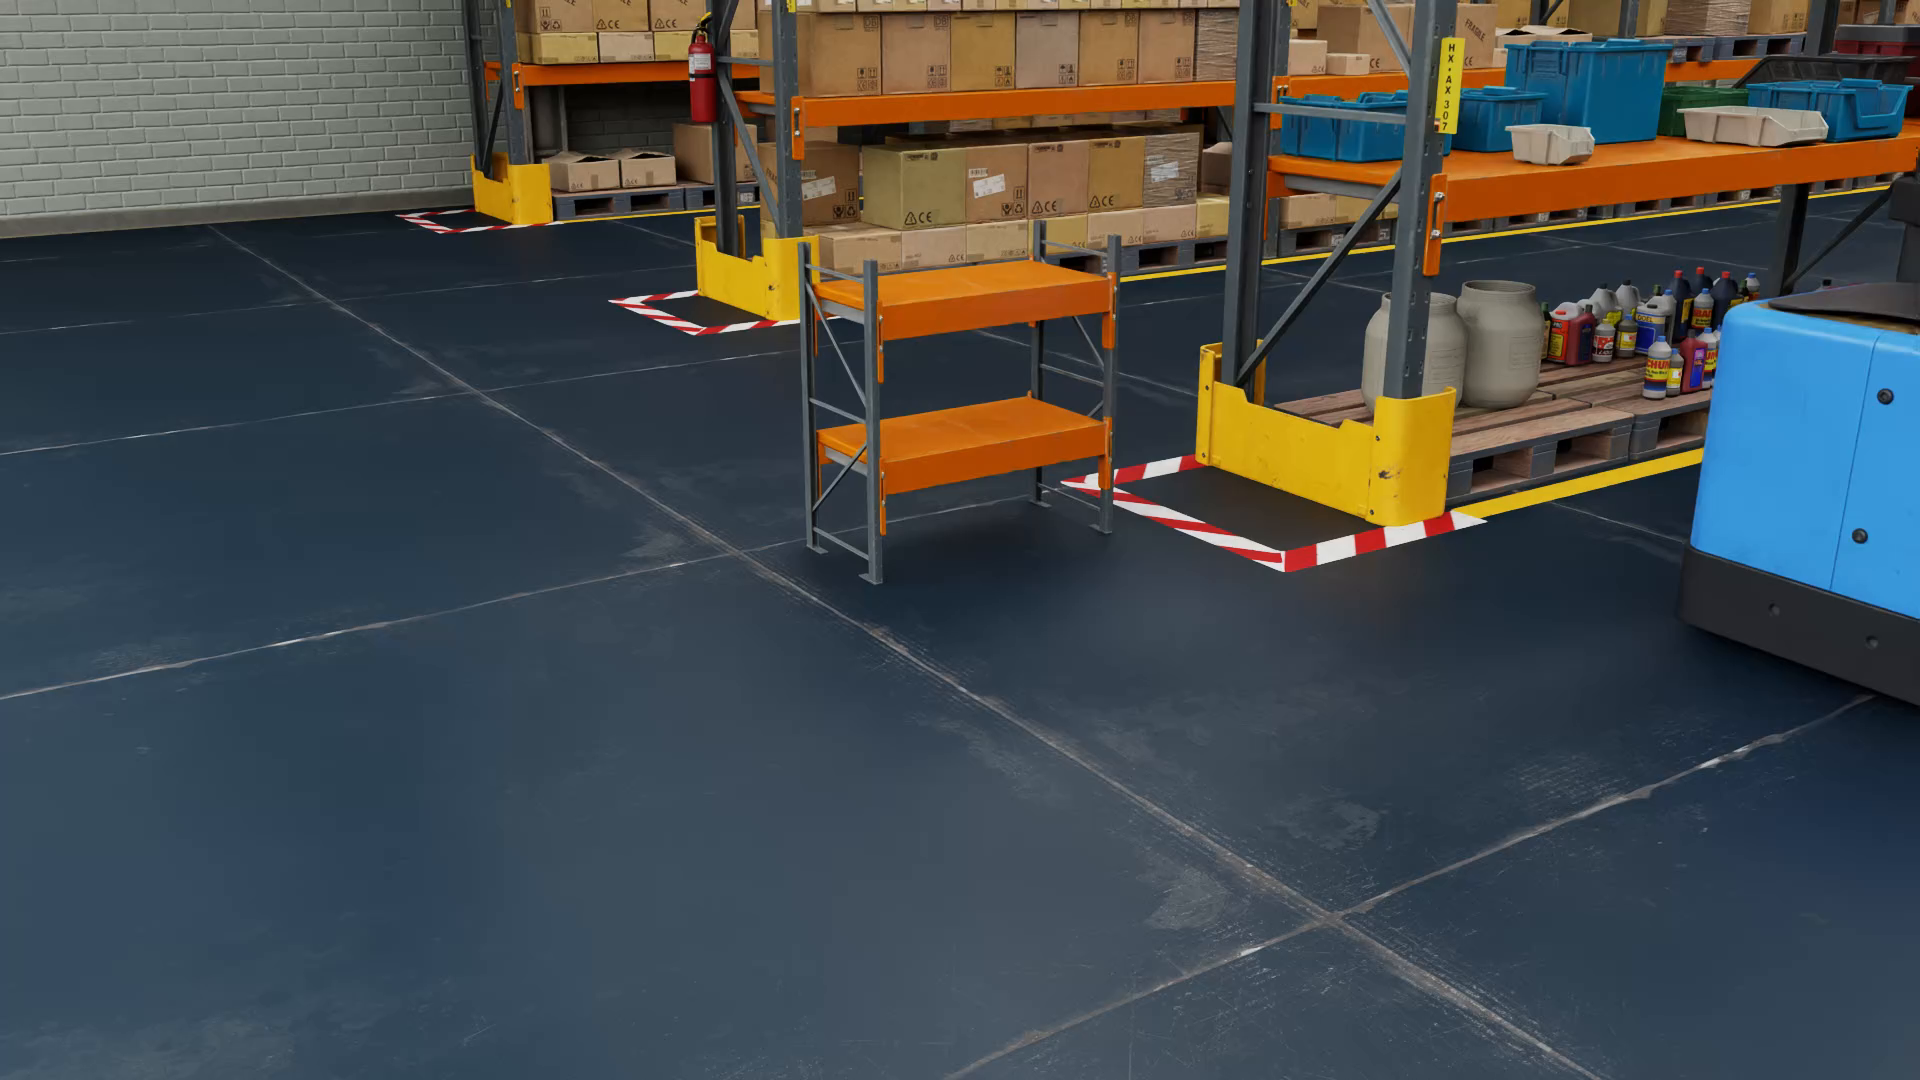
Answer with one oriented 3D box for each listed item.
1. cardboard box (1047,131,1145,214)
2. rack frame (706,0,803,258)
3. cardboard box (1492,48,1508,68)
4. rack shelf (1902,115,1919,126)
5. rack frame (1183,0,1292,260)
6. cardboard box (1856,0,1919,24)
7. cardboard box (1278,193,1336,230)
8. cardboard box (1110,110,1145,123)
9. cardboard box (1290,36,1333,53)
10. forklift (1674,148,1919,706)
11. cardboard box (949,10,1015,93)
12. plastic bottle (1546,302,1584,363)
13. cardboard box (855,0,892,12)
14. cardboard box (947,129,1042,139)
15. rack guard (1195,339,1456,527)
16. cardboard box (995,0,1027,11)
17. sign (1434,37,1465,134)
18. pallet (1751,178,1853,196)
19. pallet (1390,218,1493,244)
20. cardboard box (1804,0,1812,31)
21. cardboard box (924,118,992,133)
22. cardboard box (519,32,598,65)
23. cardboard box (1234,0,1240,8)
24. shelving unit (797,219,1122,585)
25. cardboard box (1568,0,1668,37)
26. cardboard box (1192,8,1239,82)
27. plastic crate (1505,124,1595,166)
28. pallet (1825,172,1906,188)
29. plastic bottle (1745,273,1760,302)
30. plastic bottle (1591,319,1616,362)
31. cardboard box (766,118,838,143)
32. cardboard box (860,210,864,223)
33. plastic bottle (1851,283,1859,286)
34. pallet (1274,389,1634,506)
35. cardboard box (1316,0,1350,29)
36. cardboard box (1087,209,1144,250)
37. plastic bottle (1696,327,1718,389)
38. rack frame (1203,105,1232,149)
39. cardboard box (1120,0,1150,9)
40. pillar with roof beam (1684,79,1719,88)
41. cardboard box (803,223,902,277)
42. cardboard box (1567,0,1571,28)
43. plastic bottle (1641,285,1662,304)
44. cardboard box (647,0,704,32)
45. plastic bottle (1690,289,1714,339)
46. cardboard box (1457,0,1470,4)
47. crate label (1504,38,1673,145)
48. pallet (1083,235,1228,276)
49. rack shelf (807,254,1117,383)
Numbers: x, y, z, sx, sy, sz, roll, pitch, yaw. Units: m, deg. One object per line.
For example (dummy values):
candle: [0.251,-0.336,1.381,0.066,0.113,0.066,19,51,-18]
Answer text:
cardboard box: [0.945,-2.592,11.694,0.500,0.500,0.500,-12,22,-31]
rack frame: [-1.289,-2.950,10.286,0.127,3.000,1.000,-12,22,-31]
cardboard box: [4.359,-4.000,13.785,0.250,0.149,0.380,-10,21,-27]
rack shelf: [6.443,-2.340,9.606,4.000,0.370,1.077,-12,22,-31]
rack frame: [2.052,-3.654,12.370,0.127,3.000,1.000,-12,22,-31]
cardboard box: [9.309,-5.128,16.572,0.500,0.500,0.500,-11,22,-30]
cardboard box: [2.525,-2.555,12.757,0.500,0.250,0.500,-13,22,-33]
cardboard box: [1.598,-4.507,18.109,0.500,0.500,0.700,-12,22,-31]
cardboard box: [2.685,-3.795,12.995,0.258,0.266,0.396,-13,22,-33]
forklift: [3.802,-1.196,5.206,3.031,2.935,1.130,-11,22,-30]
cardboard box: [-0.038,-3.256,11.035,0.500,0.500,0.700,-12,22,-31]
plastic bottle: [2.951,-1.020,8.144,0.135,0.276,0.152,-12,22,-31]
cardboard box: [-0.624,-3.363,10.340,0.250,0.149,0.380,-13,22,-33]
cardboard box: [0.241,-2.643,11.846,0.500,0.500,0.500,-12,22,-31]
rack guard: [1.470,-0.466,6.842,0.348,0.500,1.175,-12,22,-31]
cardboard box: [0.232,-3.543,10.873,0.250,0.149,0.380,-12,22,-32]
sign: [1.731,-1.607,5.883,0.005,0.325,0.100,-12,22,-31]
pallet: [8.075,-3.589,16.531,1.213,0.211,1.003,-12,22,-31]
pallet: [3.666,-2.690,13.871,1.213,0.211,1.003,-12,22,-31]
cardboard box: [8.215,-5.286,16.385,0.700,0.500,0.500,14,23,35]
cardboard box: [-0.070,-4.137,17.014,0.500,0.500,0.700,-11,22,-30]
cardboard box: [-3.434,-4.213,14.227,0.500,0.250,0.500,-13,22,-33]
cardboard box: [1.943,-3.904,11.939,0.250,0.149,0.380,-12,22,-31]
shelving unit: [0.006,-0.534,6.068,1.048,1.125,0.538,-12,22,-31]
cardboard box: [5.857,-4.746,14.788,0.700,0.500,0.500,14,23,35]
cardboard box: [1.685,-3.622,12.118,0.500,0.500,0.700,-13,22,-33]
plastic crate: [2.357,-1.571,6.619,0.250,0.136,0.298,-12,22,-31]
pallet: [9.307,-3.863,17.342,1.213,0.211,1.003,-12,22,-31]
plastic bottle: [4.266,-1.306,8.996,0.097,0.271,0.097,0,19,0]
plastic bottle: [3.151,-0.979,8.139,0.097,0.201,0.097,0,19,0]
cardboard box: [-1.520,-3.809,16.045,0.500,0.500,0.500,-14,23,-35]
cardboard box: [-0.592,-2.111,11.442,0.500,0.250,0.500,-12,22,-31]
plastic bottle: [4.394,-1.092,8.239,0.185,0.351,0.144,-13,22,-33]
pallet: [2.151,-0.471,7.308,1.213,0.211,1.003,-12,22,-31]
cardboard box: [4.069,-6.075,18.878,0.500,0.500,0.500,-12,22,-32]
cardboard box: [0.952,-2.233,11.804,0.500,0.250,0.500,-12,22,-31]
plastic bottle: [3.404,-0.836,7.608,0.097,0.271,0.097,0,19,0]
rack frame: [2.665,-5.683,18.372,0.127,3.000,1.000,-12,22,-31]
cardboard box: [1.092,-3.725,11.410,0.250,0.149,0.380,-12,22,-32]
pillar with roof beam: [13.493,-9.490,20.264,0.400,9.000,9.100,-12,22,-31]
cardboard box: [-0.719,-1.881,10.763,0.500,0.250,0.500,-12,22,-31]
cardboard box: [7.683,-6.879,21.440,0.700,0.700,0.980,-13,23,-34]
plastic bottle: [3.552,-1.168,8.570,0.133,0.283,0.061,-11,21,-29]
cardboard box: [-2.599,-4.745,14.629,0.500,0.500,0.500,-13,22,-33]
plastic bottle: [3.816,-1.156,8.552,0.097,0.271,0.097,0,19,0]
cardboard box: [5.759,-6.437,19.949,0.500,0.500,0.500,-12,22,-32]
crate label: [2.821,-2.037,7.532,0.616,0.435,0.502,-12,22,-31]
pallet: [1.365,-2.204,12.435,1.213,0.211,1.003,-12,22,-31]
rack shelf: [0.006,-0.811,5.974,1.000,0.278,0.538,-12,22,-31]
